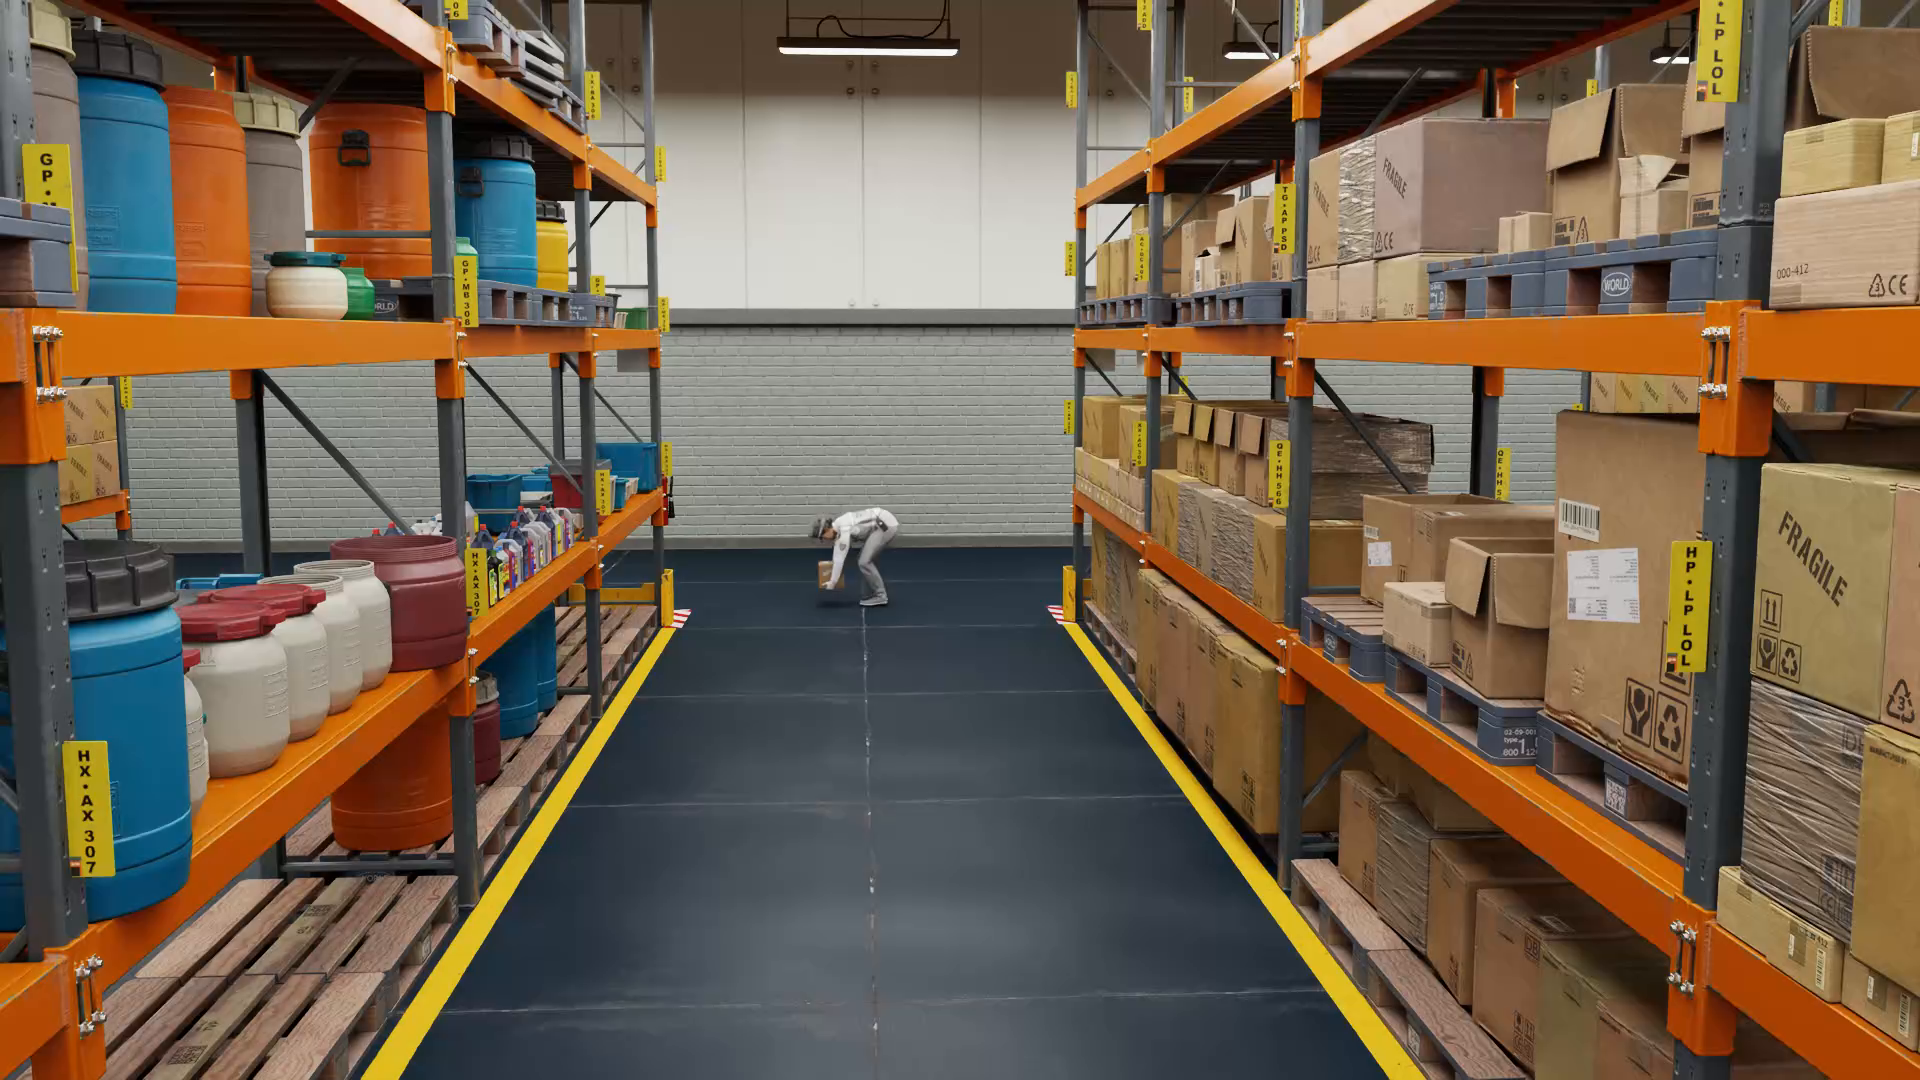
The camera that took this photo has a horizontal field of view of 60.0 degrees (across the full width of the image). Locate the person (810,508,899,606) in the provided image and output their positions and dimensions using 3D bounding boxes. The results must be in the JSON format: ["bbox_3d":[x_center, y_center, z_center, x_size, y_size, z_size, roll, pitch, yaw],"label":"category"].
[{"bbox_3d":[-1.086,0.172,17.114,0.912,0.994,0.436,-1,7,-6],"label":"person"}]
